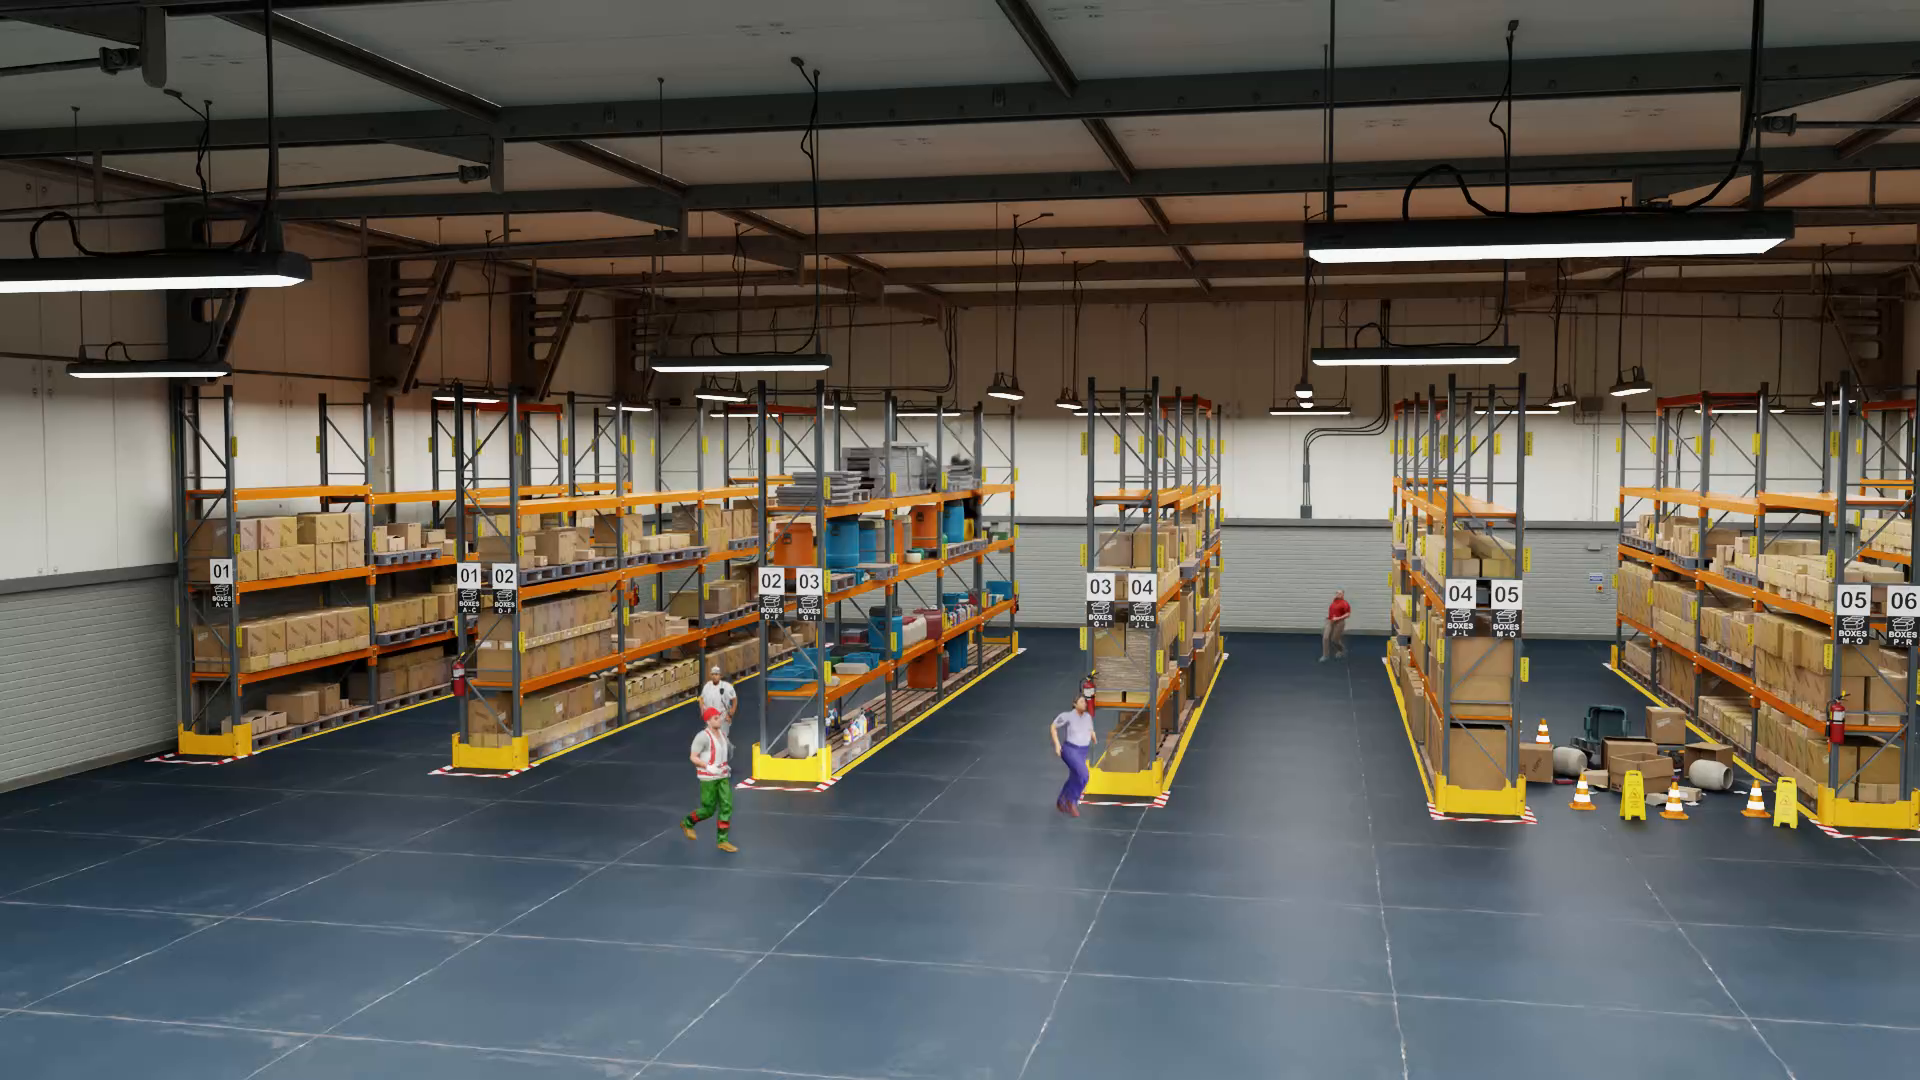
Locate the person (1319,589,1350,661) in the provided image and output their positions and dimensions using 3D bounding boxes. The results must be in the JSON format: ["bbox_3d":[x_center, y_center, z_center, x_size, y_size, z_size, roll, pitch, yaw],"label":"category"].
[{"bbox_3d":[8.843,1.989,38.885,0.775,1.703,0.689,-2,4,-37],"label":"person"}]

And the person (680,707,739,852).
[{"bbox_3d":[-3.116,2.964,20.686,0.854,1.775,0.661,2,4,32],"label":"person"}]

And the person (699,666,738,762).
[{"bbox_3d":[-3.737,2.763,25.762,0.622,1.627,0.629,1,3,11],"label":"person"}]

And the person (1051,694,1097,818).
[{"bbox_3d":[1.603,2.912,22.657,0.591,1.621,0.652,-3,4,-41],"label":"person"}]
